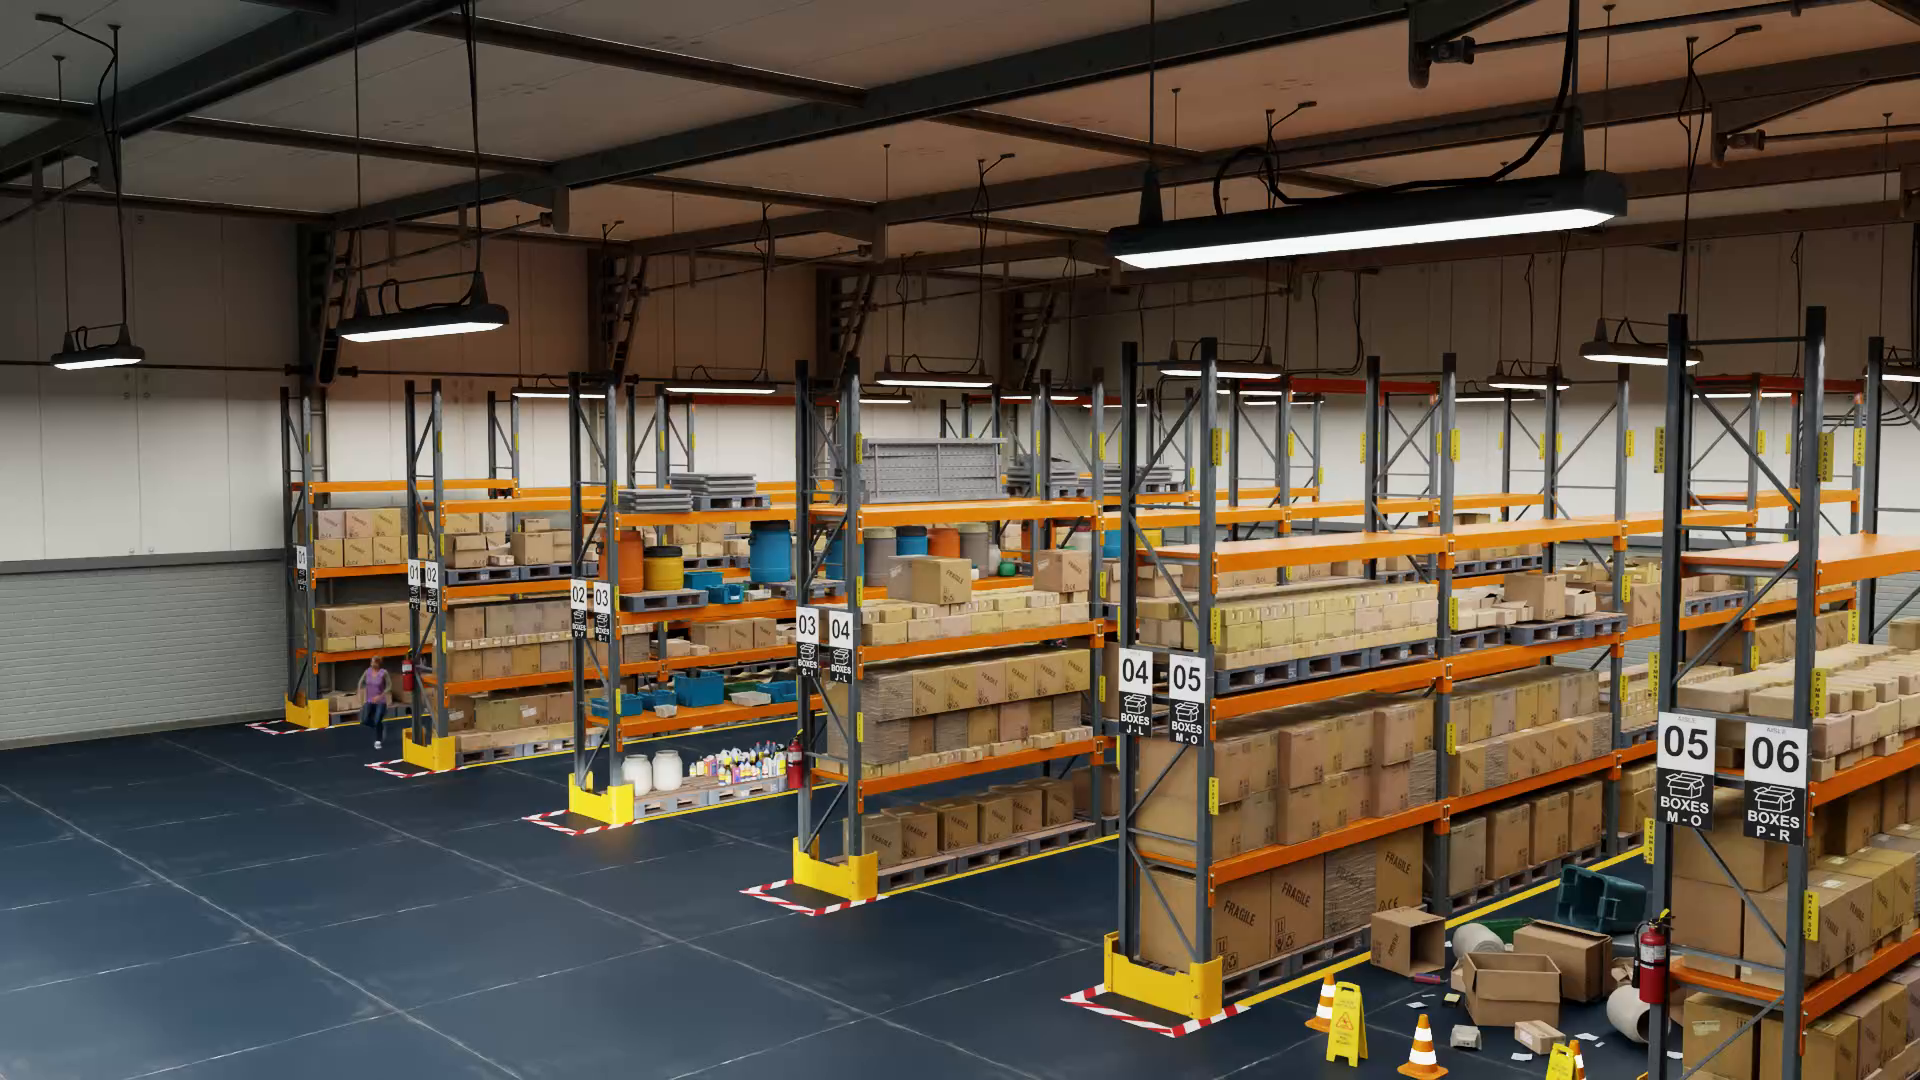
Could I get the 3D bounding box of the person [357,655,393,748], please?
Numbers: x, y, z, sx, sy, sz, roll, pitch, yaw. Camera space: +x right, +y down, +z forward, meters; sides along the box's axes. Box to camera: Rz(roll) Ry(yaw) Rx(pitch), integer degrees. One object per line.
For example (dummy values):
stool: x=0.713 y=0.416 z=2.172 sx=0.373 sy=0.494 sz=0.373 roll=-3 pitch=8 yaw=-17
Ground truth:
person: x=-9.601 y=2.655 z=27.274 sx=0.605 sy=1.546 sz=0.492 roll=0 pitch=4 yaw=4

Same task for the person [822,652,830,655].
person: x=-2.614 y=2.104 z=34.955 sx=0.594 sy=1.647 sz=0.609 roll=3 pitch=5 yaw=42
